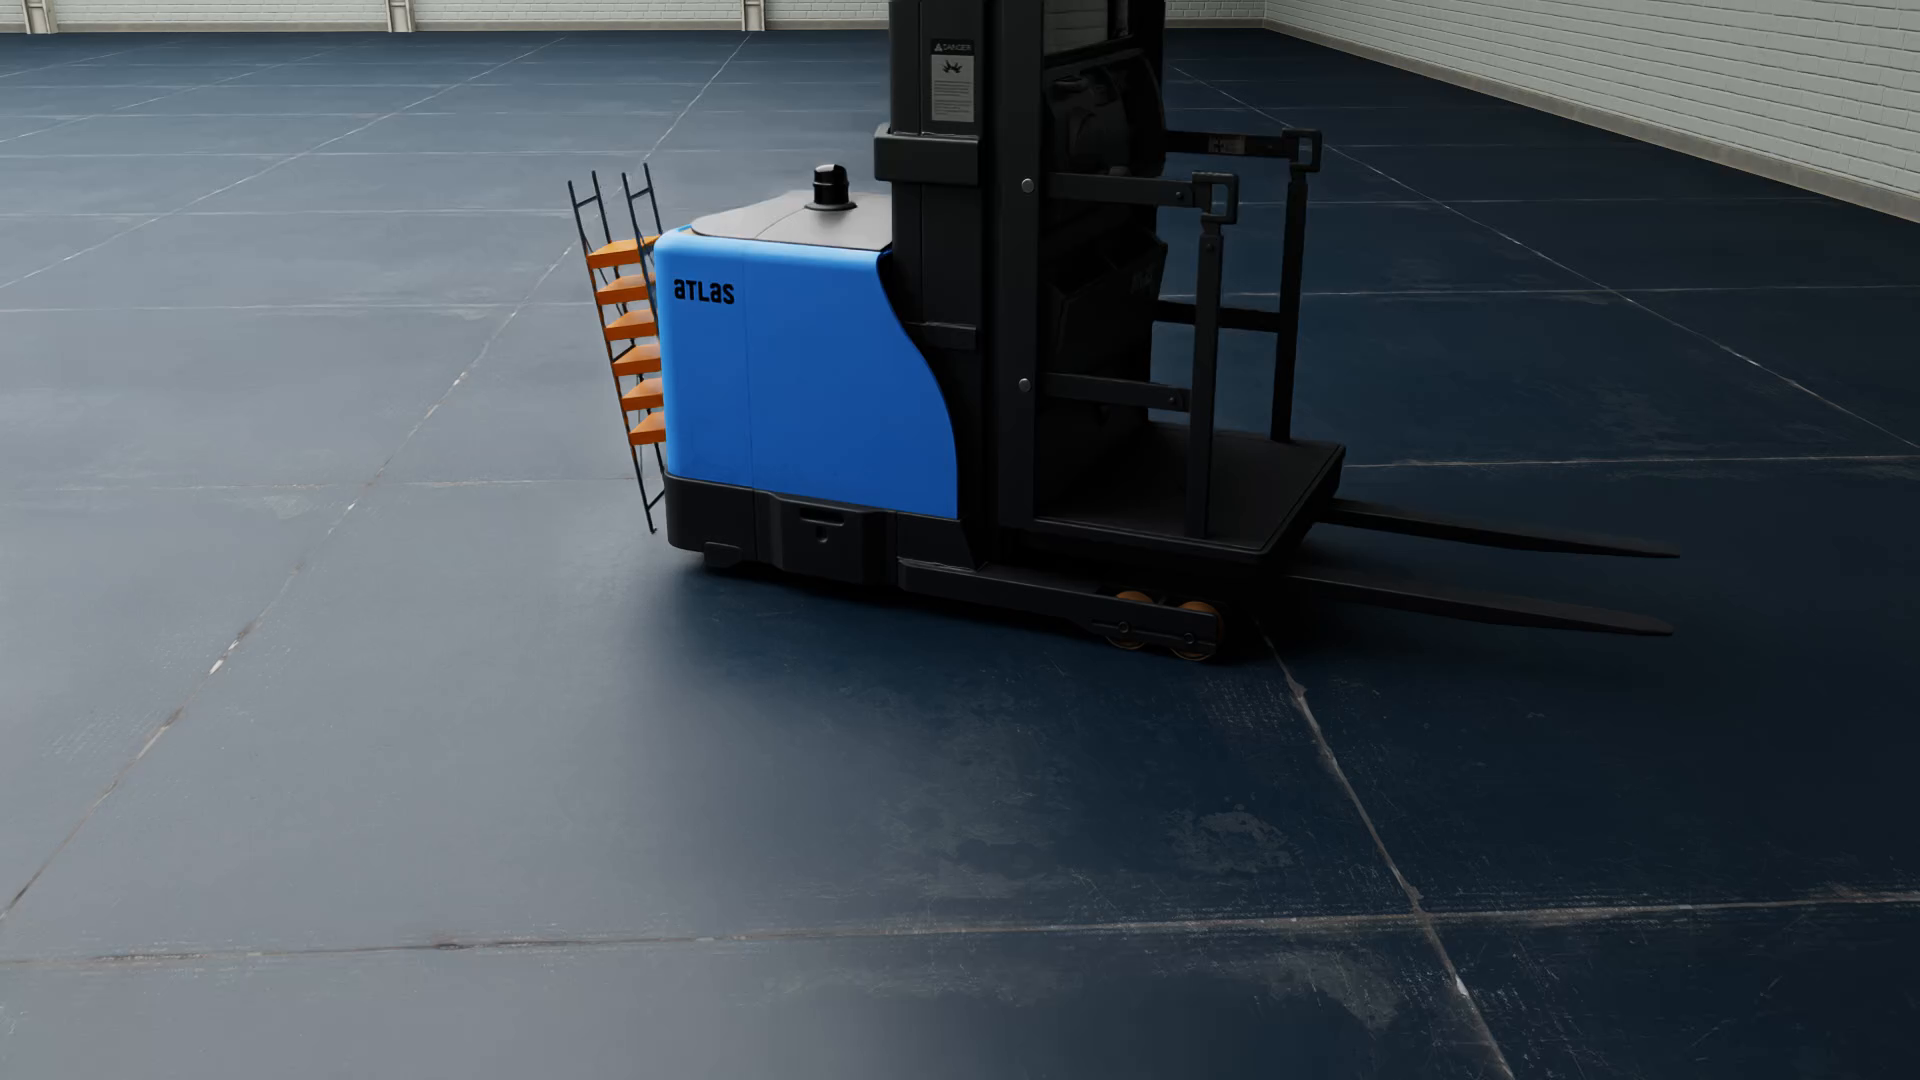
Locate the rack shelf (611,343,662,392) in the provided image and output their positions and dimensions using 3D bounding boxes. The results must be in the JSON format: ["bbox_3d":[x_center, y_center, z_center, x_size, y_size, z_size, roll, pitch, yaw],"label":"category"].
[{"bbox_3d":[-1.035,-0.590,5.584,0.180,0.103,0.258,-6,20,11],"label":"rack shelf"}]

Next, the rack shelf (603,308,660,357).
[{"bbox_3d":[-1.055,-0.701,5.545,0.180,0.103,0.258,-6,20,11],"label":"rack shelf"}]

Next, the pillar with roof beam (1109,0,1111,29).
[{"bbox_3d":[2.659,-11.644,23.557,0.400,9.000,9.100,-1,21,-3],"label":"pillar with roof beam"}]

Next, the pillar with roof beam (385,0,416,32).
[{"bbox_3d":[-9.321,-11.400,22.917,0.400,9.000,9.100,-1,21,-3],"label":"pillar with roof beam"}]

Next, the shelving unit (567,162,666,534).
[{"bbox_3d":[-1.043,-0.631,5.570,0.189,1.200,0.258,-6,20,11],"label":"shelving unit"}]

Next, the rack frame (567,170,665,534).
[{"bbox_3d":[-1.132,-0.622,5.587,0.006,1.200,0.240,-6,20,11],"label":"rack frame"}]

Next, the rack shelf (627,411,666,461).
[{"bbox_3d":[-0.997,-0.366,5.663,0.180,0.103,0.258,-6,20,11],"label":"rack shelf"}]

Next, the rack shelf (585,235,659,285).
[{"bbox_3d":[-1.093,-0.925,5.466,0.180,0.103,0.258,-6,20,11],"label":"rack shelf"}]

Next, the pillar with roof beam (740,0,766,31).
[{"bbox_3d":[-3.331,-11.522,23.237,0.400,9.000,9.100,-1,21,-3],"label":"pillar with roof beam"}]

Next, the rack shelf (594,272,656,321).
[{"bbox_3d":[-1.074,-0.813,5.505,0.180,0.103,0.258,-6,20,11],"label":"rack shelf"}]

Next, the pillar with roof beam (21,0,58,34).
[{"bbox_3d":[-15.311,-11.278,22.597,0.400,9.000,9.100,-1,21,-3],"label":"pillar with roof beam"}]

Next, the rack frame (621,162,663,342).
[{"bbox_3d":[-0.953,-0.640,5.552,0.006,1.200,0.240,-6,20,11],"label":"rack frame"}]

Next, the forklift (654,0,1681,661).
[{"bbox_3d":[0.612,-1.241,4.761,3.031,2.935,1.130,9,23,22],"label":"forklift"}]

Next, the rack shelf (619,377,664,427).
[{"bbox_3d":[-1.016,-0.478,5.624,0.180,0.103,0.258,-6,20,11],"label":"rack shelf"}]
